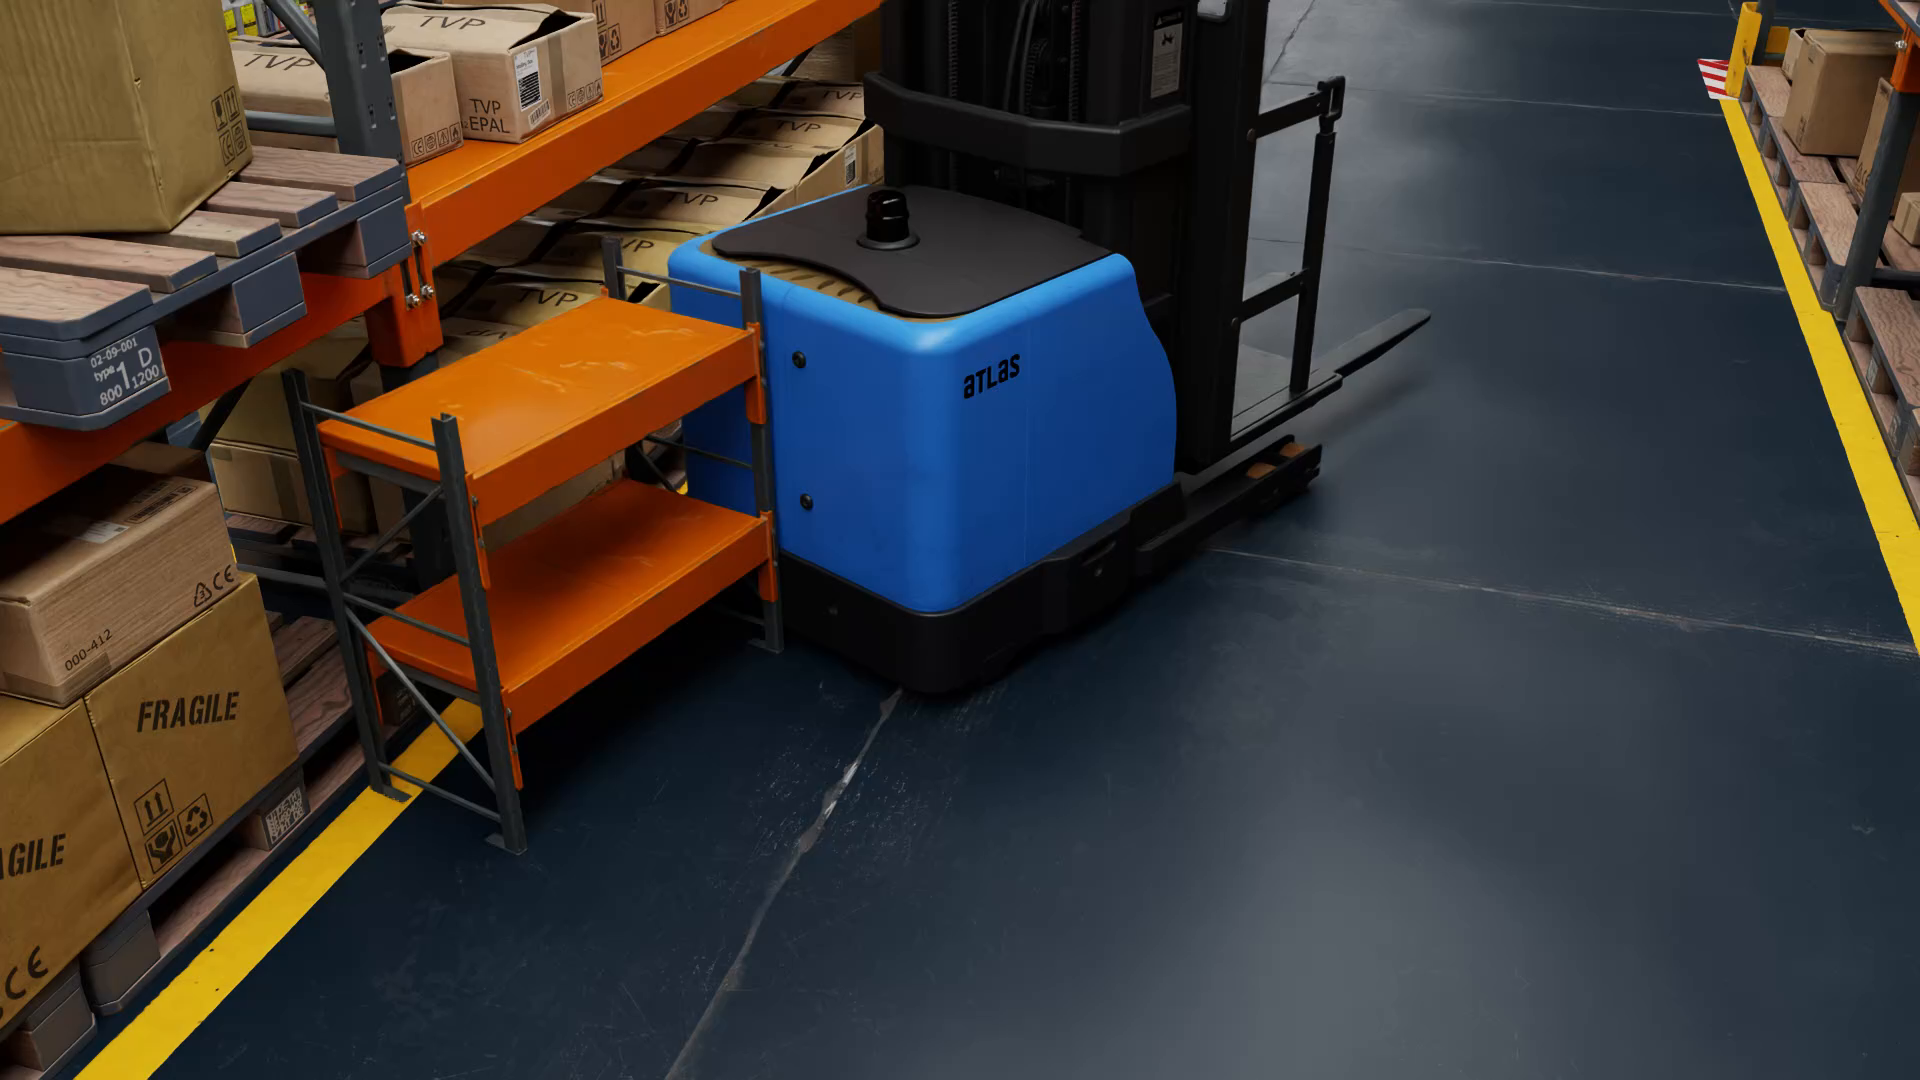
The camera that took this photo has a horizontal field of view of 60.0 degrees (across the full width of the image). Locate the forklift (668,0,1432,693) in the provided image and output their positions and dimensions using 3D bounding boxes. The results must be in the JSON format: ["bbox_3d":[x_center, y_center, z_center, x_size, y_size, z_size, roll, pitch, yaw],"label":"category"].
[{"bbox_3d":[0.550,-1.512,4.954,1.130,2.935,3.031,23,37,35],"label":"forklift"}]

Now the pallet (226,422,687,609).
[{"bbox_3d":[-1.526,-0.163,5.326,1.003,0.211,1.213,8,30,15],"label":"pallet"}]

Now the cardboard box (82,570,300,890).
[{"bbox_3d":[-1.855,0.364,3.630,0.500,0.500,0.500,10,31,17],"label":"cardboard box"}]

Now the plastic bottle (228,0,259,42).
[{"bbox_3d":[-4.496,-3.294,10.359,0.144,0.351,0.185,10,31,17],"label":"plastic bottle"}]

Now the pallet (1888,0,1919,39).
[{"bbox_3d":[3.742,-1.740,5.490,1.003,0.211,1.213,8,30,15],"label":"pallet"}]

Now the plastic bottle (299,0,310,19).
[{"bbox_3d":[-4.311,-3.484,10.854,0.097,0.201,0.097,0,29,0],"label":"plastic bottle"}]

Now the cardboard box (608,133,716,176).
[{"bbox_3d":[-1.293,-1.461,6.611,0.500,0.311,0.500,8,30,13],"label":"cardboard box"}]

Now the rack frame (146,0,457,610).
[{"bbox_3d":[-1.805,-1.005,3.970,1.000,3.000,0.127,8,30,15],"label":"rack frame"}]

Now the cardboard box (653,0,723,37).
[{"bbox_3d":[-1.173,-2.075,5.792,0.500,0.500,0.500,9,30,15],"label":"cardboard box"}]

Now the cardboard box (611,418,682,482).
[{"bbox_3d":[-1.224,-0.422,5.319,0.500,0.250,0.500,8,30,13],"label":"cardboard box"}]

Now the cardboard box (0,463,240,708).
[{"bbox_3d":[-1.867,0.063,3.399,0.500,0.250,0.500,10,31,17],"label":"cardboard box"}]

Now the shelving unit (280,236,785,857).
[{"bbox_3d":[-0.981,-0.027,4.138,0.538,1.125,1.048,16,33,27],"label":"shelving unit"}]

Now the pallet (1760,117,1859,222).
[{"bbox_3d":[4.625,-1.826,8.315,1.003,0.211,1.213,8,30,15],"label":"pallet"}]

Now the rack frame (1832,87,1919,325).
[{"bbox_3d":[4.106,-2.158,6.044,1.000,3.000,0.127,8,30,15],"label":"rack frame"}]

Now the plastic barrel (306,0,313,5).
[{"bbox_3d":[-4.458,-3.978,11.442,0.421,0.512,0.421,0,29,0],"label":"plastic barrel"}]

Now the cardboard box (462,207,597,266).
[{"bbox_3d":[-1.589,-0.987,5.758,0.500,0.311,0.500,8,30,15],"label":"cardboard box"}]

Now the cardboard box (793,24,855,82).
[{"bbox_3d":[-0.546,-2.651,8.554,0.500,0.500,0.500,8,30,15],"label":"cardboard box"}]

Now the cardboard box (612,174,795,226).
[{"bbox_3d":[-0.922,-1.154,6.059,0.500,0.311,0.500,8,30,14],"label":"cardboard box"}]

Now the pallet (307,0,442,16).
[{"bbox_3d":[-4.412,-3.794,11.852,1.003,0.211,1.213,8,30,15],"label":"pallet"}]

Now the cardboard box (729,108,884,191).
[{"bbox_3d":[-0.622,-1.619,6.894,0.500,0.311,0.500,9,30,16],"label":"cardboard box"}]

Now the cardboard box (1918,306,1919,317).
[{"bbox_3d":[3.906,-0.914,5.926,0.700,0.500,0.500,10,30,17],"label":"cardboard box"}]

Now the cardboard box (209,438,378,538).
[{"bbox_3d":[-1.884,-0.266,5.039,0.500,0.250,0.500,9,30,16],"label":"cardboard box"}]

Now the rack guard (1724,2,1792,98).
[{"bbox_3d":[5.258,-2.890,9.930,1.175,0.500,0.348,8,30,15],"label":"rack guard"}]

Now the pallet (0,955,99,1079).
[{"bbox_3d":[-2.420,1.121,3.018,1.003,0.211,1.213,8,30,15],"label":"pallet"}]

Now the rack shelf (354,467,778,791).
[{"bbox_3d":[-0.980,0.187,4.256,0.538,0.278,1.000,16,33,27],"label":"rack shelf"}]

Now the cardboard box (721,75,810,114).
[{"bbox_3d":[-0.990,-1.934,7.461,0.500,0.311,0.500,9,30,15],"label":"cardboard box"}]

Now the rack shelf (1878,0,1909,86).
[{"bbox_3d":[4.693,-2.773,7.890,1.077,0.370,4.000,8,30,15],"label":"rack shelf"}]

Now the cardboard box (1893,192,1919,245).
[{"bbox_3d":[4.234,-1.365,7.081,0.380,0.166,0.250,5,29,8],"label":"cardboard box"}]

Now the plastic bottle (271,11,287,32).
[{"bbox_3d":[-4.411,-3.404,10.632,0.152,0.276,0.135,9,30,15],"label":"plastic bottle"}]

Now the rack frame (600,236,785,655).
[{"bbox_3d":[-0.717,-0.238,4.518,0.500,1.125,0.032,16,33,27],"label":"rack frame"}]

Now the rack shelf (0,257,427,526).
[{"bbox_3d":[-2.392,0.239,2.474,1.077,0.370,4.000,8,30,15],"label":"rack shelf"}]

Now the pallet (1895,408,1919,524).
[{"bbox_3d":[3.522,-0.009,5.049,1.003,0.211,1.213,8,30,15],"label":"pallet"}]

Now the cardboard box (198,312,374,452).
[{"bbox_3d":[-1.887,-0.510,4.901,0.500,0.311,0.500,9,30,16],"label":"cardboard box"}]

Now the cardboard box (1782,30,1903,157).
[{"bbox_3d":[4.560,-2.210,8.255,0.700,0.500,0.500,7,30,12],"label":"cardboard box"}]

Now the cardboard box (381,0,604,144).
[{"bbox_3d":[-1.357,-1.354,4.689,0.500,0.311,0.500,8,30,14],"label":"cardboard box"}]

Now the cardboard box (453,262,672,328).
[{"bbox_3d":[-1.224,-0.678,5.204,0.500,0.311,0.500,8,30,14],"label":"cardboard box"}]
